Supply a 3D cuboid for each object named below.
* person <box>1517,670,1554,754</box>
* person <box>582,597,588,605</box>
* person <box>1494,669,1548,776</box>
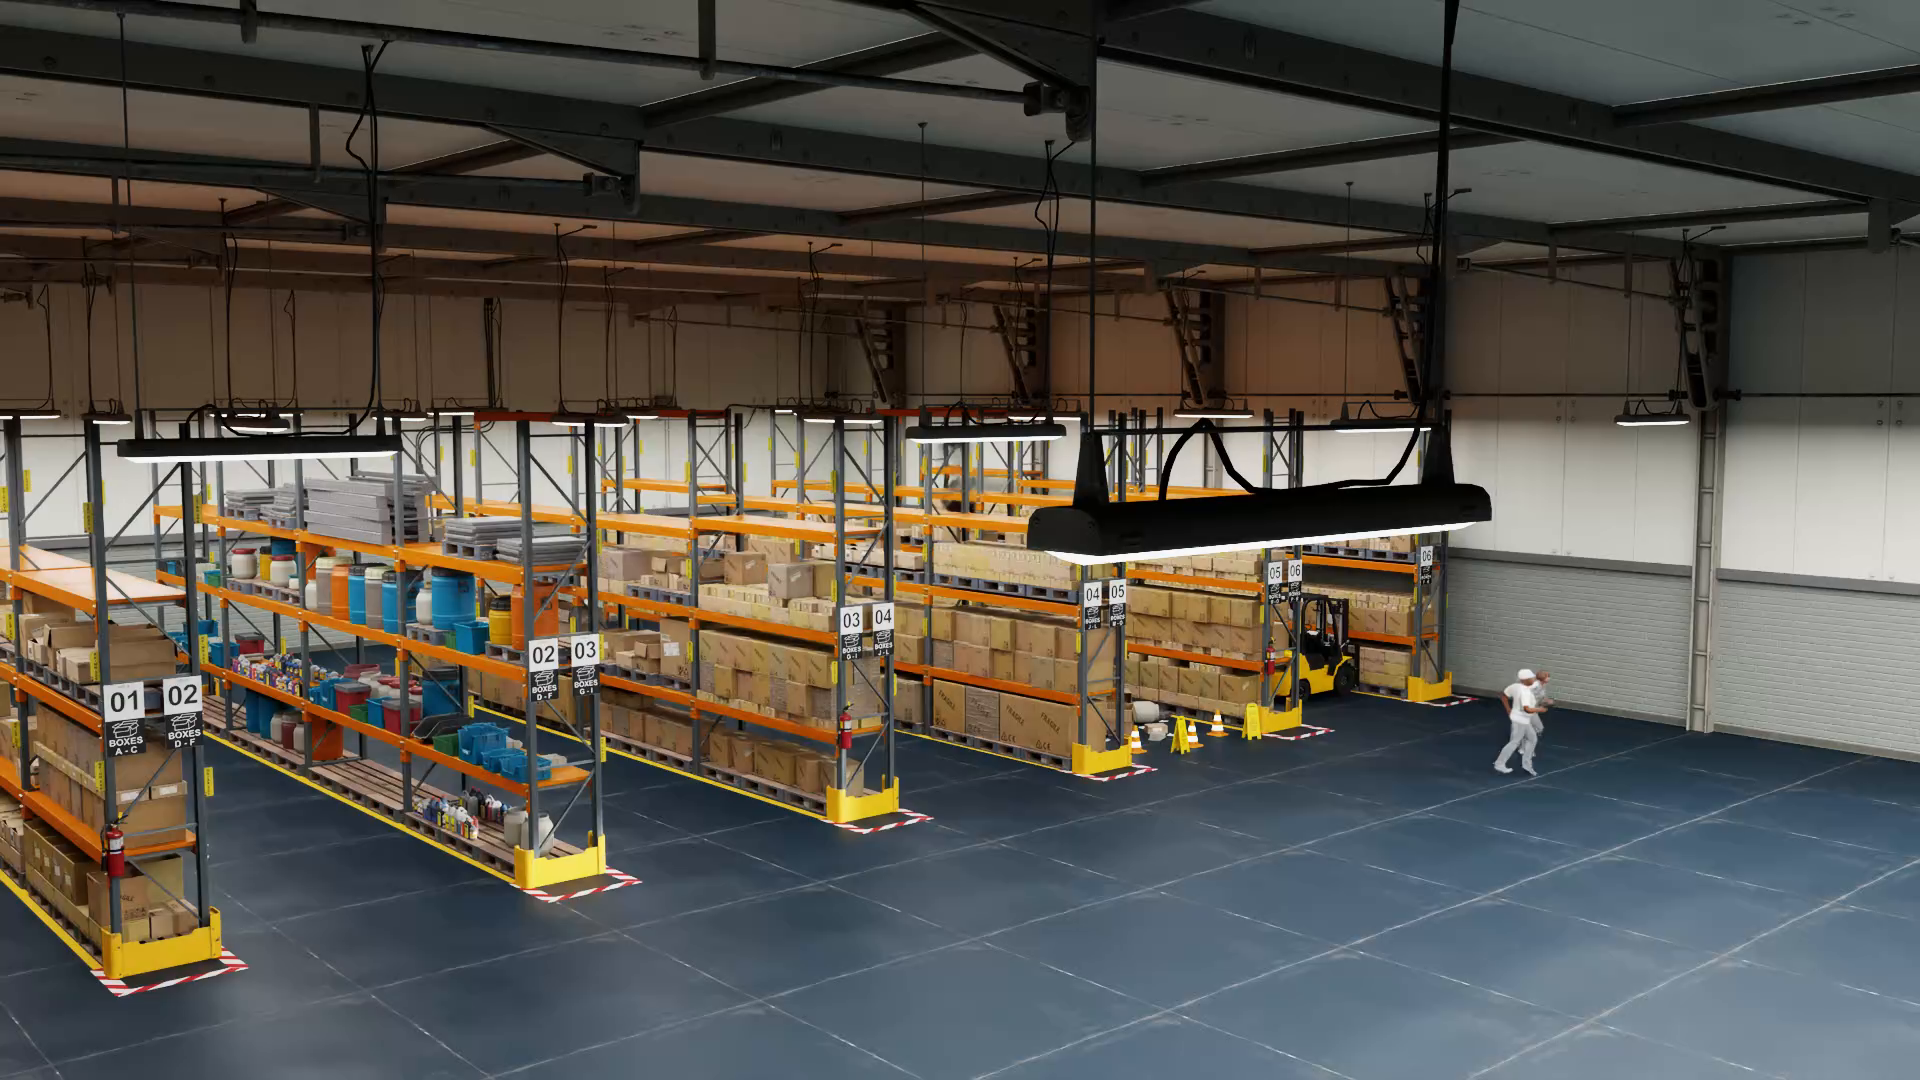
[{"bbox_3d":[10.066,3.077,29.175,0.658,1.423,0.525,3,6,31],"label":"person"},{"bbox_3d":[-9.284,1.986,40.624,0.781,1.569,0.638,4,6,36],"label":"person"},{"bbox_3d":[9.294,3.038,27.549,0.826,1.813,0.629,1,5,11],"label":"person"}]
